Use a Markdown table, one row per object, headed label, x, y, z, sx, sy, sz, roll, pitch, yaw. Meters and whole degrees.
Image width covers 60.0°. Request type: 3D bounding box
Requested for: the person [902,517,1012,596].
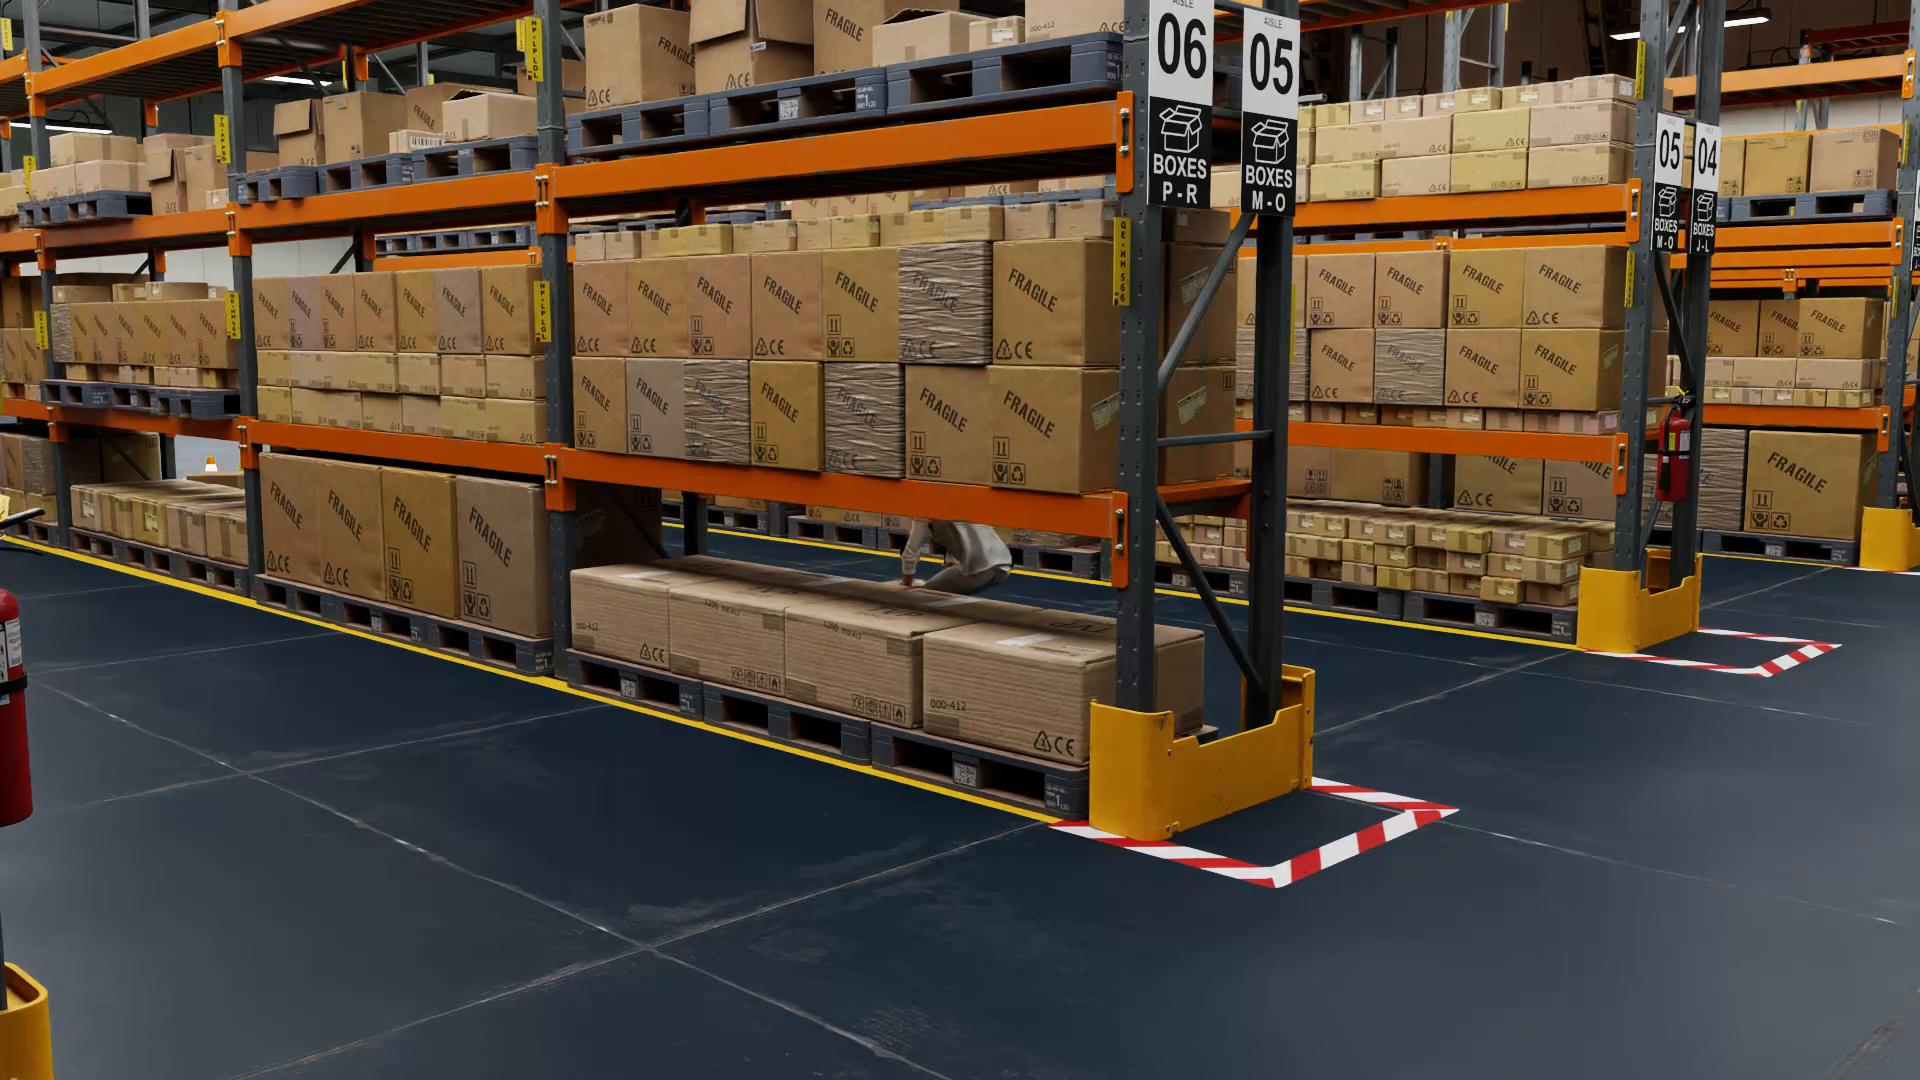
| label | x | y | z | sx | sy | sz | roll | pitch | yaw |
| --- | --- | --- | --- | --- | --- | --- | --- | --- | --- |
| person | -0.048 | 0.182 | 9.604 | 0.730 | 1.122 | 0.464 | 7 | 10 | 43 |
